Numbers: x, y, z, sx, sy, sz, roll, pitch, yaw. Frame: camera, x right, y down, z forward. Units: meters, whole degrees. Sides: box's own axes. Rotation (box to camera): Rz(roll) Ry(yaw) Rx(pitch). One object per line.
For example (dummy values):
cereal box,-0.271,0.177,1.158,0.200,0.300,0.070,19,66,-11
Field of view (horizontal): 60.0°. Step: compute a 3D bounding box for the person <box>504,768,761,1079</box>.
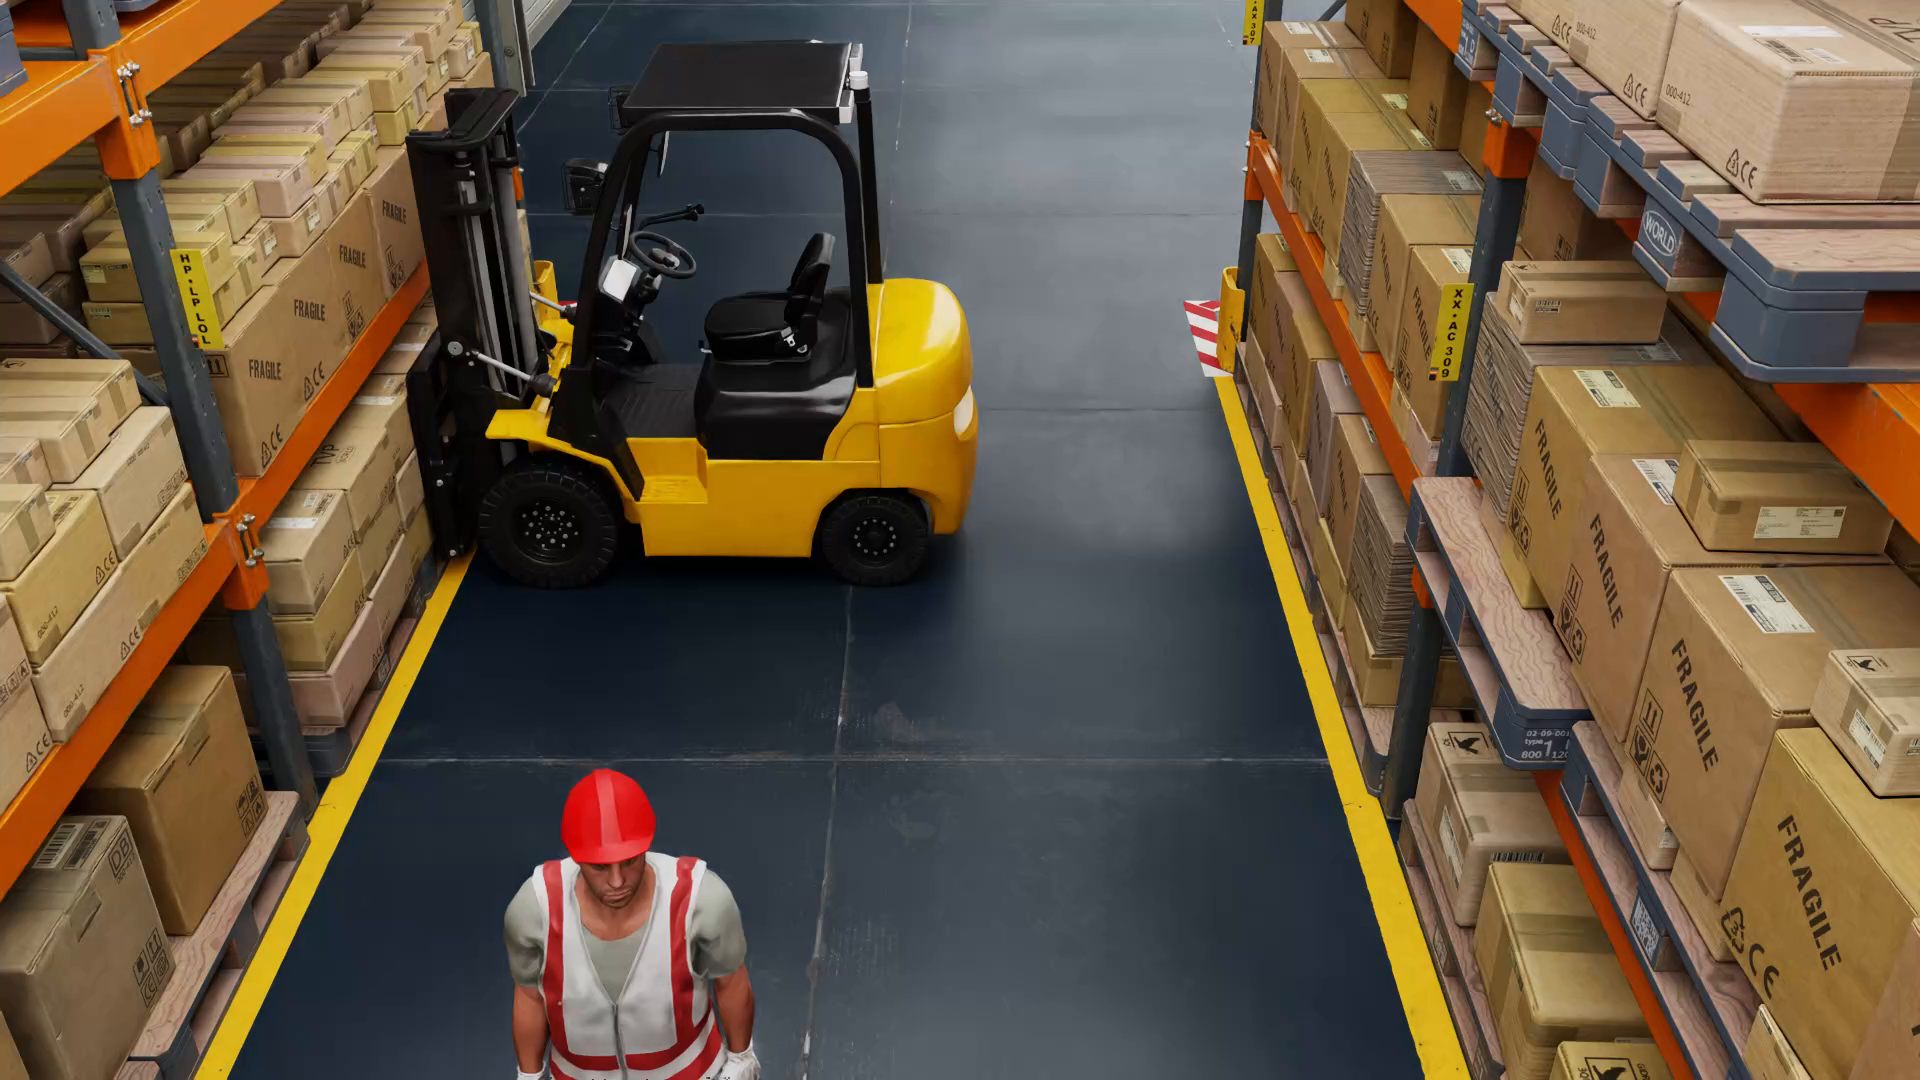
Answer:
person,-0.781,1.249,4.008,0.590,1.778,0.629,-2,31,-4
